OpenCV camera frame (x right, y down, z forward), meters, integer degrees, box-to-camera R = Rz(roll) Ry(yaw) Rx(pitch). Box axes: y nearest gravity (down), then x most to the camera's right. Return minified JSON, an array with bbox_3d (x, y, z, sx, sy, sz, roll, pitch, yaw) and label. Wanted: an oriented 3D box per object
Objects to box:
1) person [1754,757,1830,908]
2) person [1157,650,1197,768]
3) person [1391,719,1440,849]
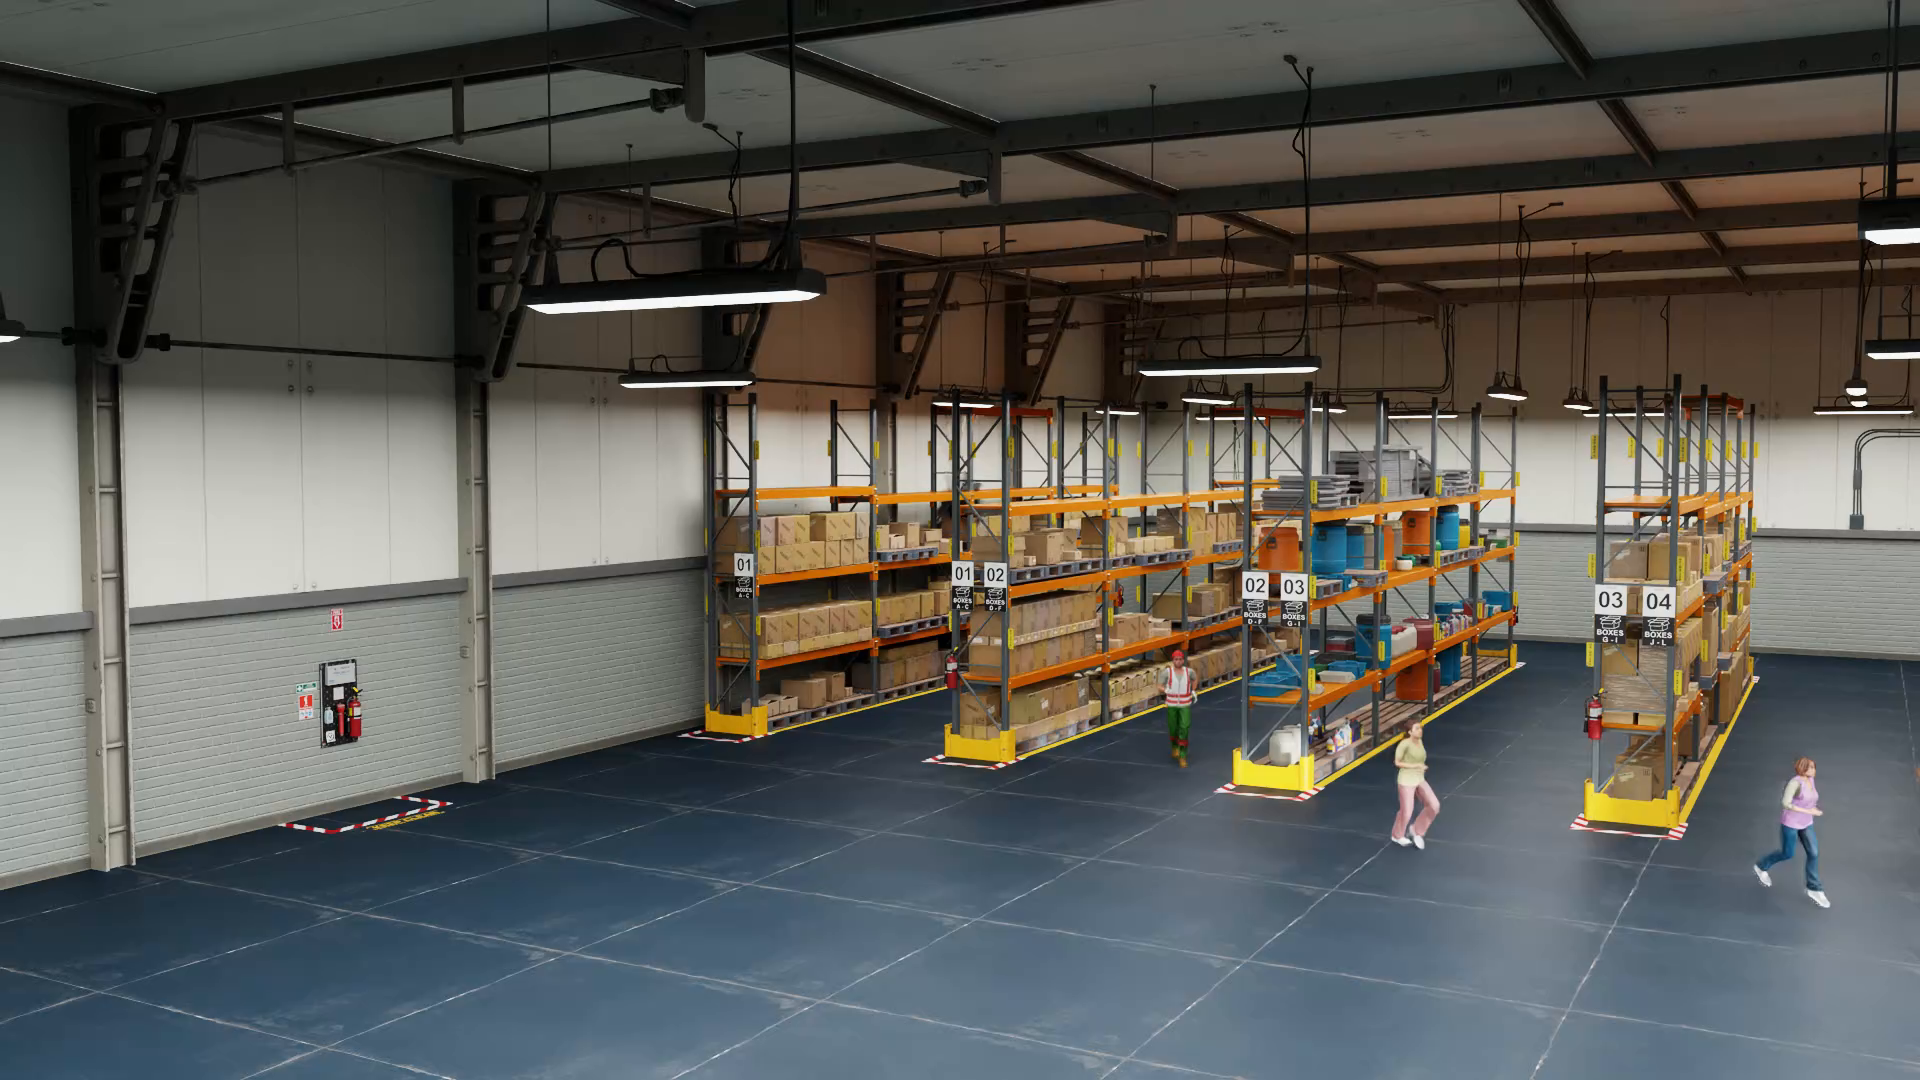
[{"bbox_3d":[9.311,3.201,18.565,0.563,1.606,0.920,-2,4,-30],"label":"person"},{"bbox_3d":[3.457,2.651,26.469,0.647,1.803,0.950,0,3,6],"label":"person"},{"bbox_3d":[5.635,3.047,20.793,0.570,1.636,0.689,-2,4,-29],"label":"person"}]
